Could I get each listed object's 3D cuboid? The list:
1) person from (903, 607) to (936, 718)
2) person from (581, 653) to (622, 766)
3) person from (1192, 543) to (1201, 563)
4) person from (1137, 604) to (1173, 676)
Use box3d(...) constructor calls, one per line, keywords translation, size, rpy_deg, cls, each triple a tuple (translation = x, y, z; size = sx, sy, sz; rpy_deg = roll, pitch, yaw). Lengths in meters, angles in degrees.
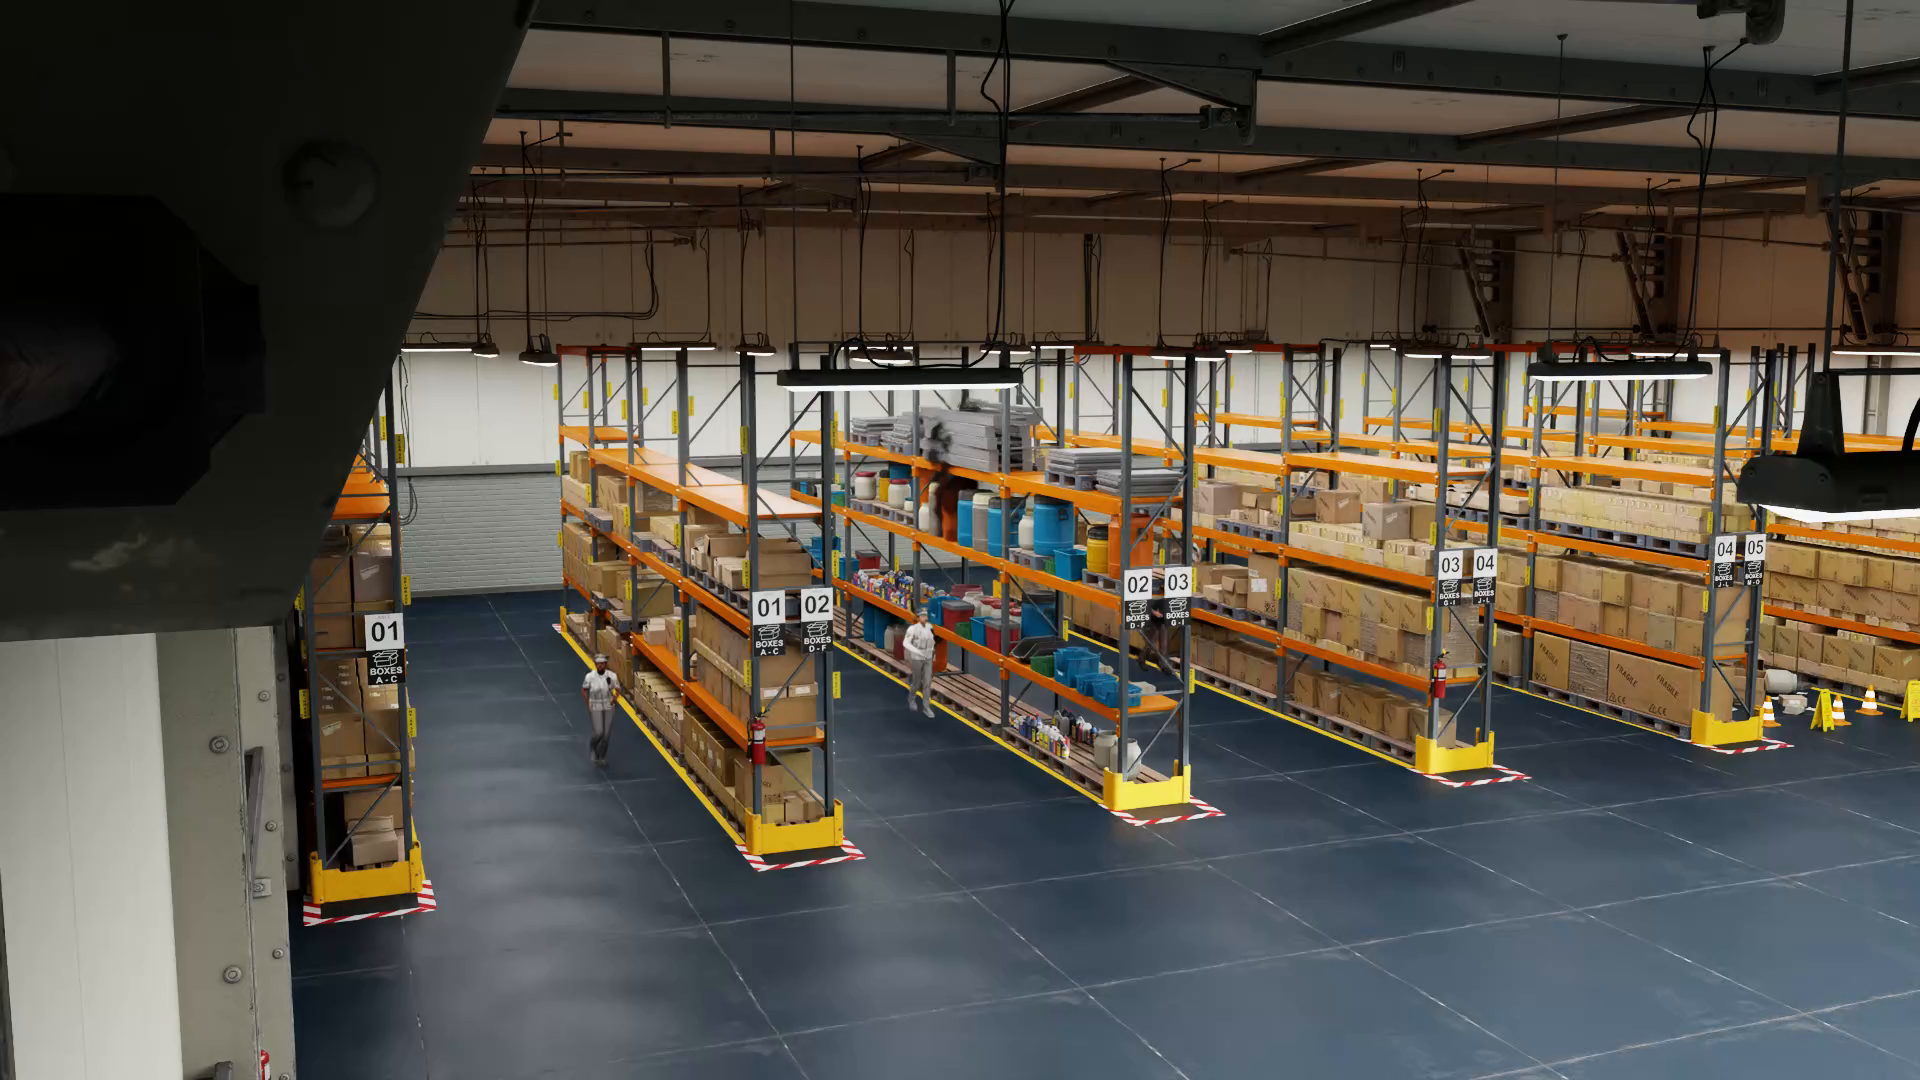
box3d(translation=(-0.602, 1.892, 26.163), size=(0.620, 1.712, 0.755), rpy_deg=(-3, 8, -25), cls="person")
box3d(translation=(-5.164, 2.457, 24.050), size=(0.561, 1.668, 0.558), rpy_deg=(-2, 8, -18), cls="person")
box3d(translation=(5.165, 0.661, 37.912), size=(0.685, 1.772, 0.678), rpy_deg=(-2, 8, -17), cls="person")
box3d(translation=(3.454, 1.487, 29.249), size=(0.646, 1.740, 0.859), rpy_deg=(-4, 8, -29), cls="person")
